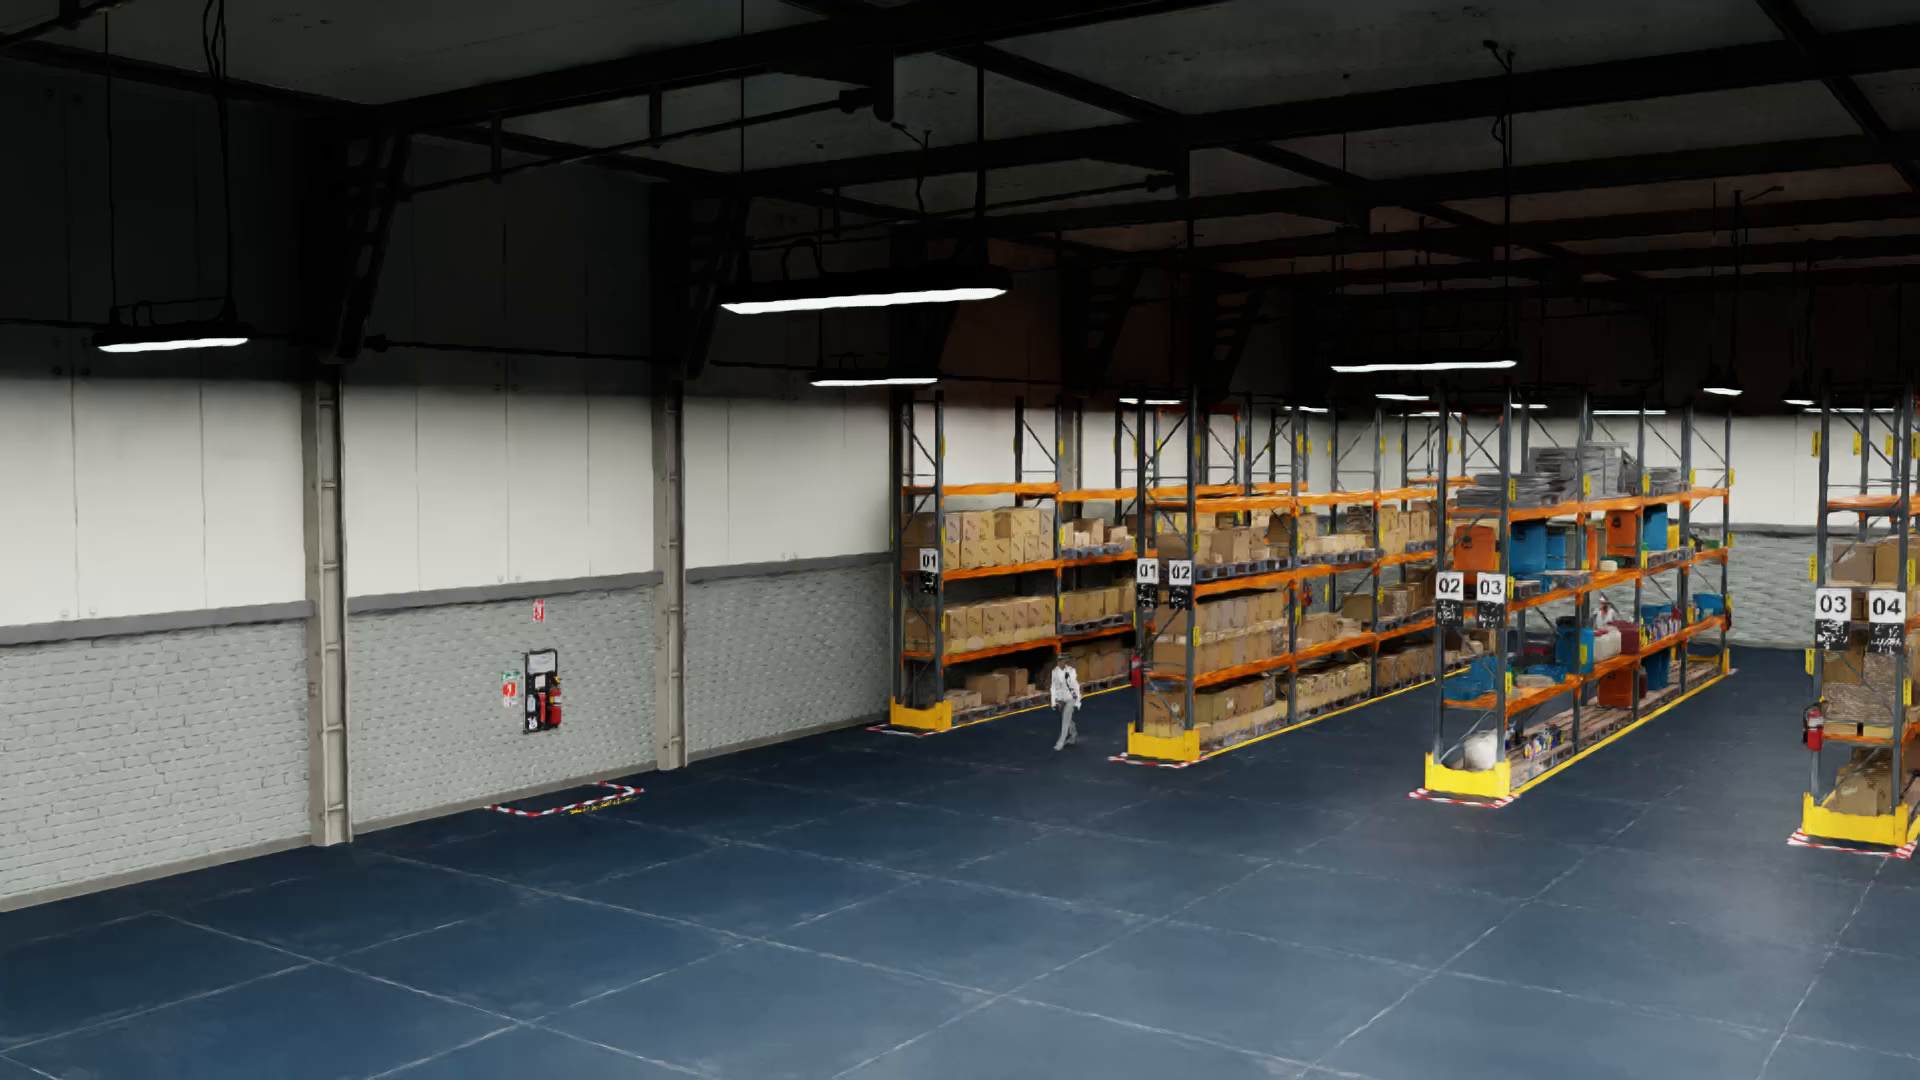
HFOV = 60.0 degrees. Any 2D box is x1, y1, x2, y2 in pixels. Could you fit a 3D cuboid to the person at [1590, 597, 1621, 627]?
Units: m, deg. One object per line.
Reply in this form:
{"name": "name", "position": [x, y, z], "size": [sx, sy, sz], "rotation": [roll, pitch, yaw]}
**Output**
{"name": "person", "position": [14.085, 2.095, 36.349], "size": [0.663, 1.742, 0.552], "rotation": [2, 4, 34]}

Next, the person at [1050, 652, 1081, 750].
{"name": "person", "position": [1.713, 2.631, 27.557], "size": [0.499, 1.588, 1.071], "rotation": [2, 4, 34]}
